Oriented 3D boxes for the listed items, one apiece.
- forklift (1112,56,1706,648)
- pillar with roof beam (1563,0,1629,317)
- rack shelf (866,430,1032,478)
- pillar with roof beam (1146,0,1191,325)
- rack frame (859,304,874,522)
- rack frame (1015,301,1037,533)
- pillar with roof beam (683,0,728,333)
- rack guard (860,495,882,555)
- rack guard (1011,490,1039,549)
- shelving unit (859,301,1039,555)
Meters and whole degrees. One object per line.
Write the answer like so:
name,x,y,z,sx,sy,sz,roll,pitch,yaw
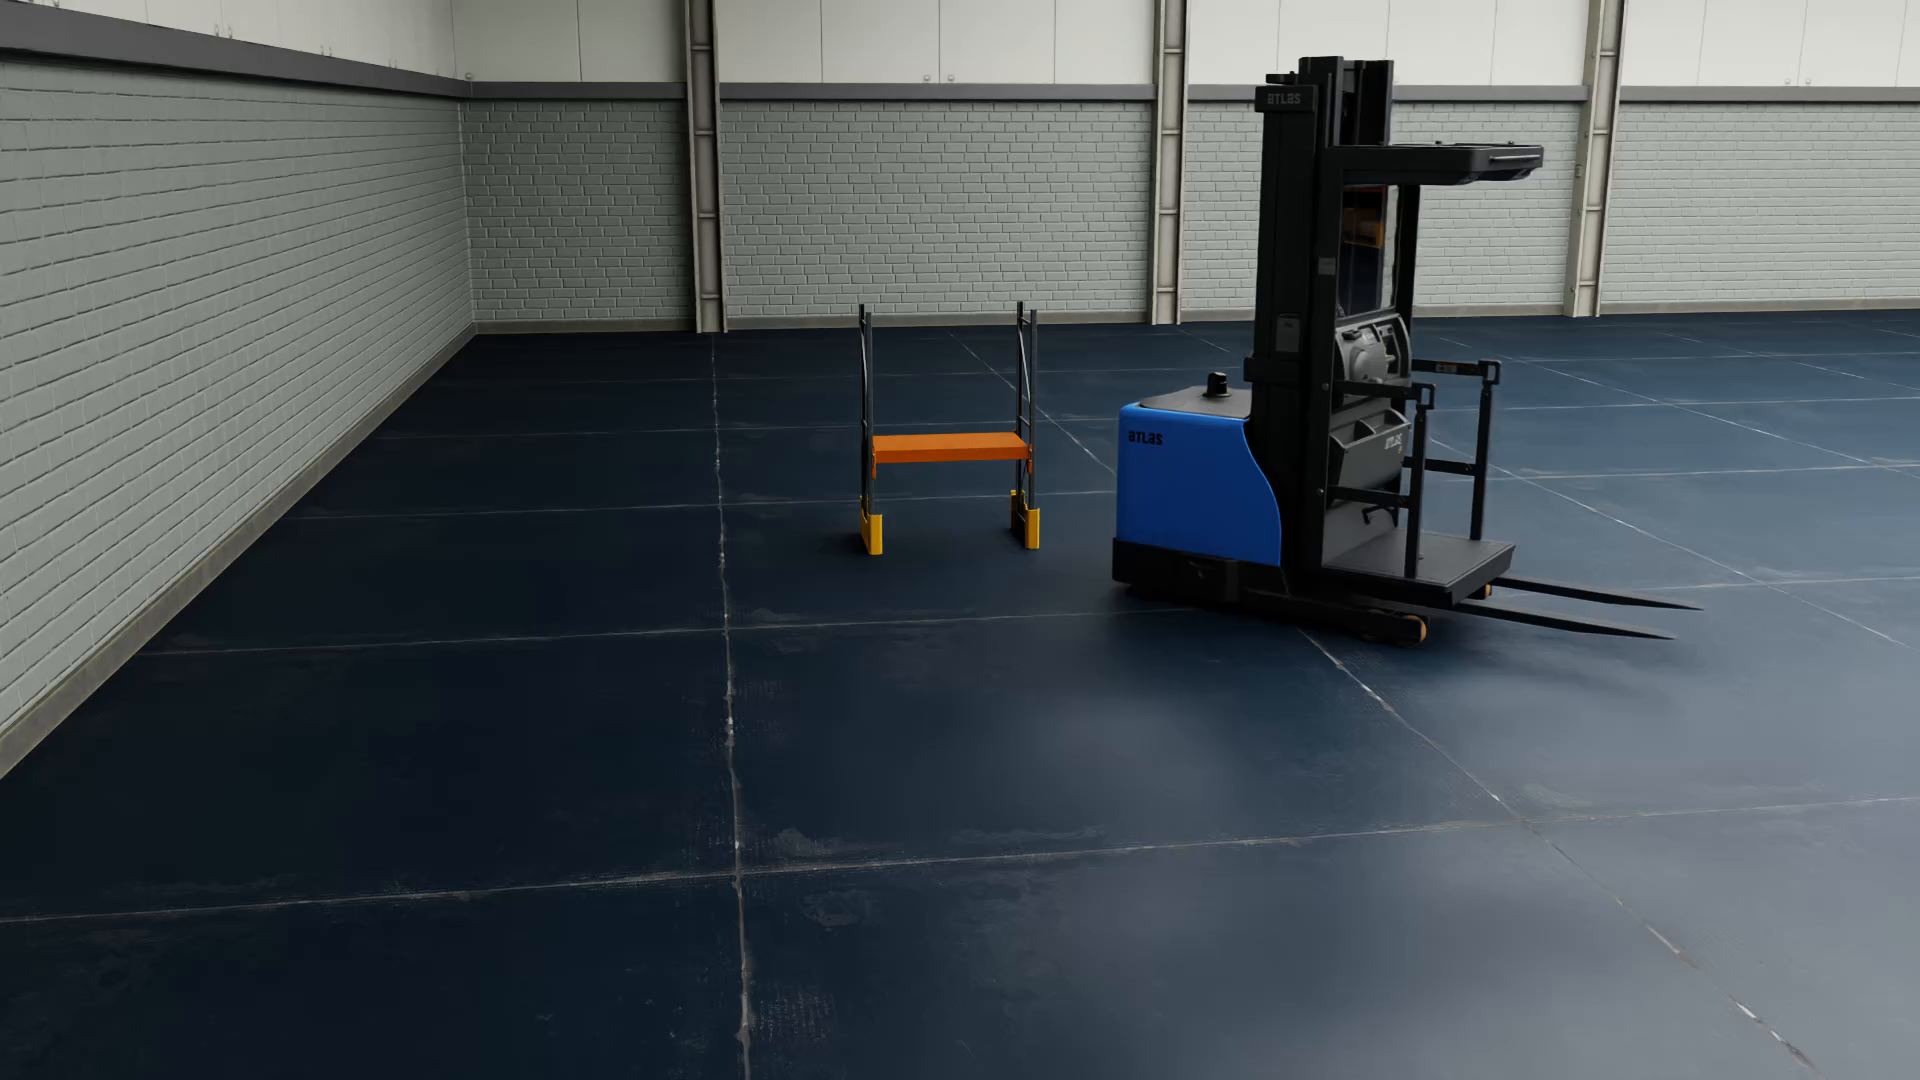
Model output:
forklift,2.369,-1.016,8.747,3.031,2.935,1.130,10,17,34
pillar with roof beam,9.304,-6.462,17.989,0.400,9.000,9.100,-2,14,-8
rack shelf,-0.084,-0.550,10.571,1.000,0.185,0.538,-2,14,-8
pillar with roof beam,3.371,-6.244,17.122,0.400,9.000,9.100,-2,14,-8
rack frame,-0.587,-0.706,10.454,0.032,1.500,0.500,-2,14,-8
rack frame,0.418,-0.743,10.601,0.032,1.500,0.500,-2,14,-8
pillar with roof beam,-2.562,-6.027,16.255,0.400,9.000,9.100,-2,14,-8
rack guard,-0.568,-0.100,10.608,0.087,0.250,0.587,-2,14,-8
rack guard,0.417,-0.137,10.752,0.087,0.250,0.587,-2,14,-8
shelving unit,-0.075,-0.725,10.528,1.083,1.500,0.587,-2,14,-8
